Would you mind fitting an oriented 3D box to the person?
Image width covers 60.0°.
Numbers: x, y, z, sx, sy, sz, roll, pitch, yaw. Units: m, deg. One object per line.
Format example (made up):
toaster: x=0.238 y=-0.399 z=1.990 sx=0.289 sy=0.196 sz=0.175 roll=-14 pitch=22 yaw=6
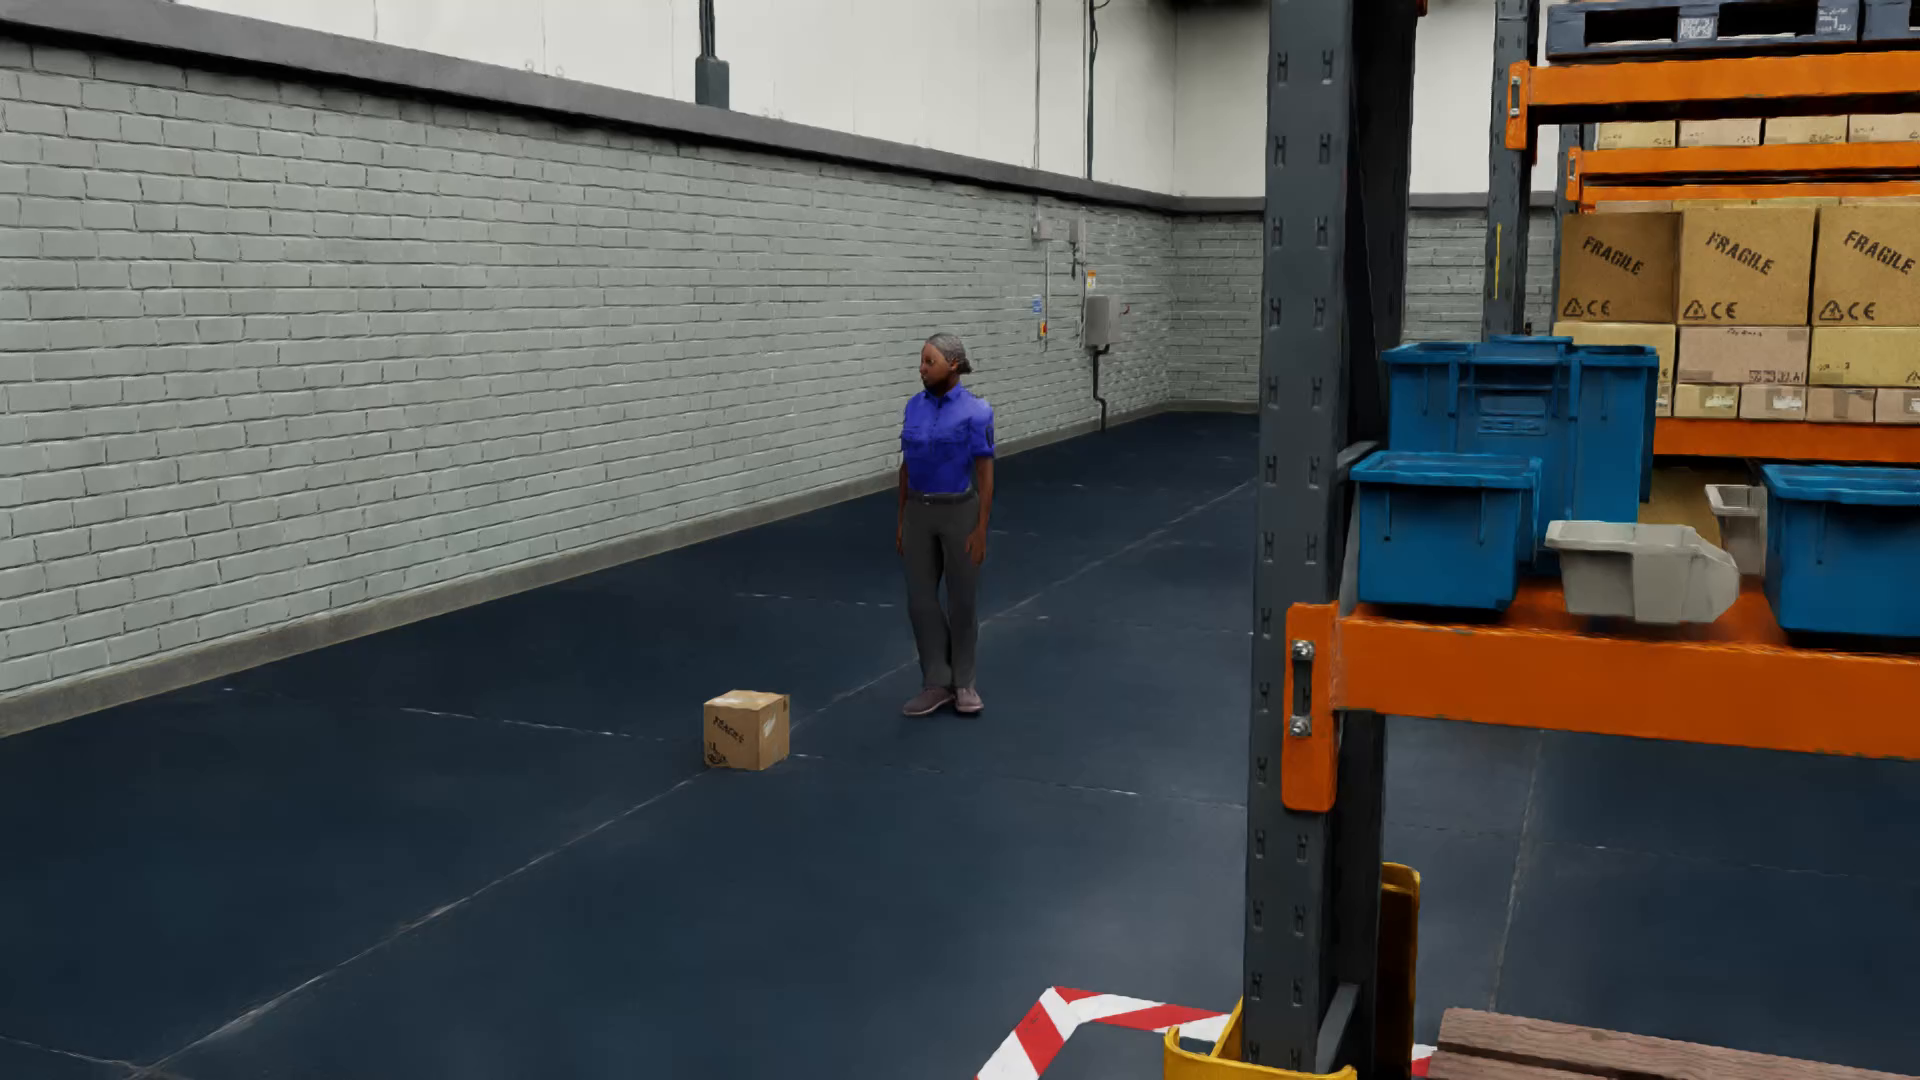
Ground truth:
person: x=-0.059 y=-0.066 z=7.232 sx=0.482 sy=1.669 sz=0.361 roll=4 pitch=10 yaw=23
